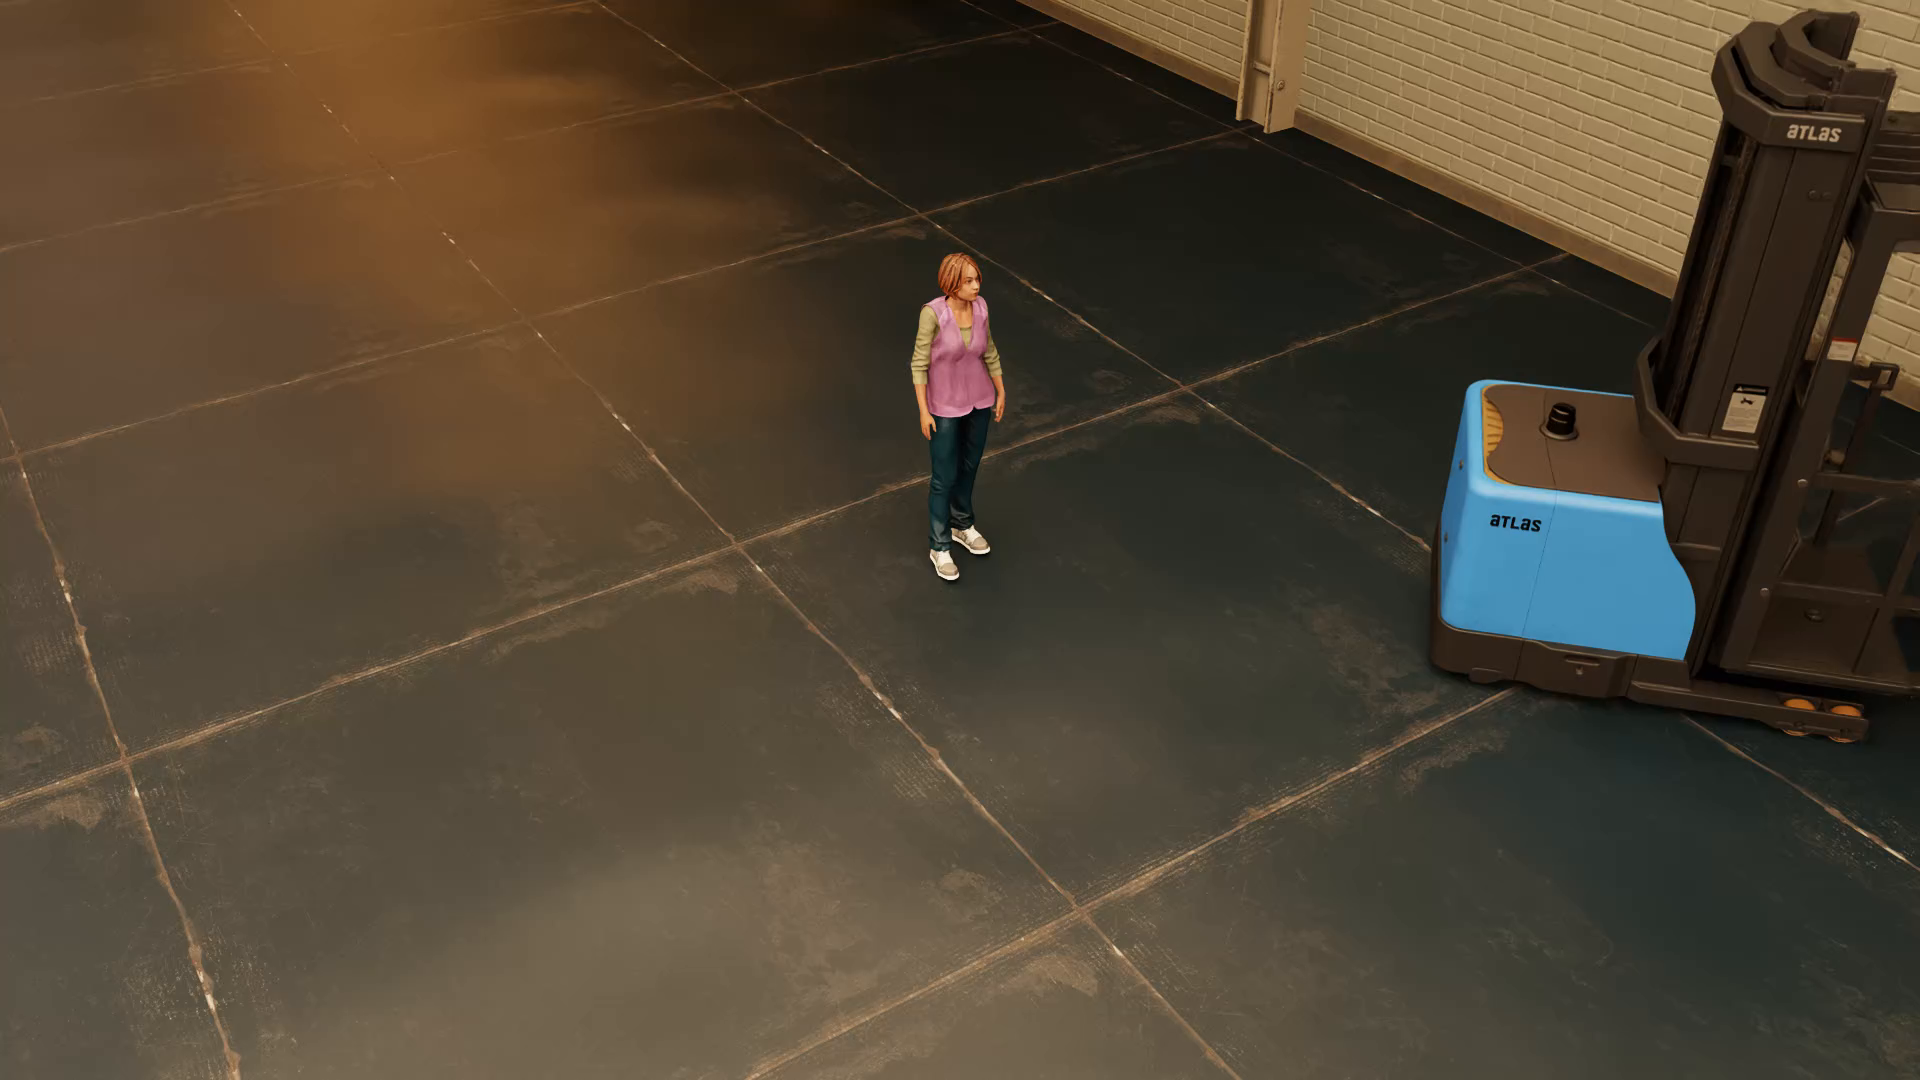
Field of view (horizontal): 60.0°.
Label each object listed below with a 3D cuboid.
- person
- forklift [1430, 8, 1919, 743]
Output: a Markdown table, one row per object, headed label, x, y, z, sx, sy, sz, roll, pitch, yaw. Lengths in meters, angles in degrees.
| label | x | y | z | sx | sy | sz | roll | pitch | yaw |
| --- | --- | --- | --- | --- | --- | --- | --- | --- | --- |
| person | 0.028 | -0.620 | 8.177 | 0.520 | 1.596 | 0.475 | -21 | 40 | -27 |
| forklift | 3.776 | -0.633 | 7.049 | 3.031 | 2.935 | 1.130 | 8 | 36 | 11 |
